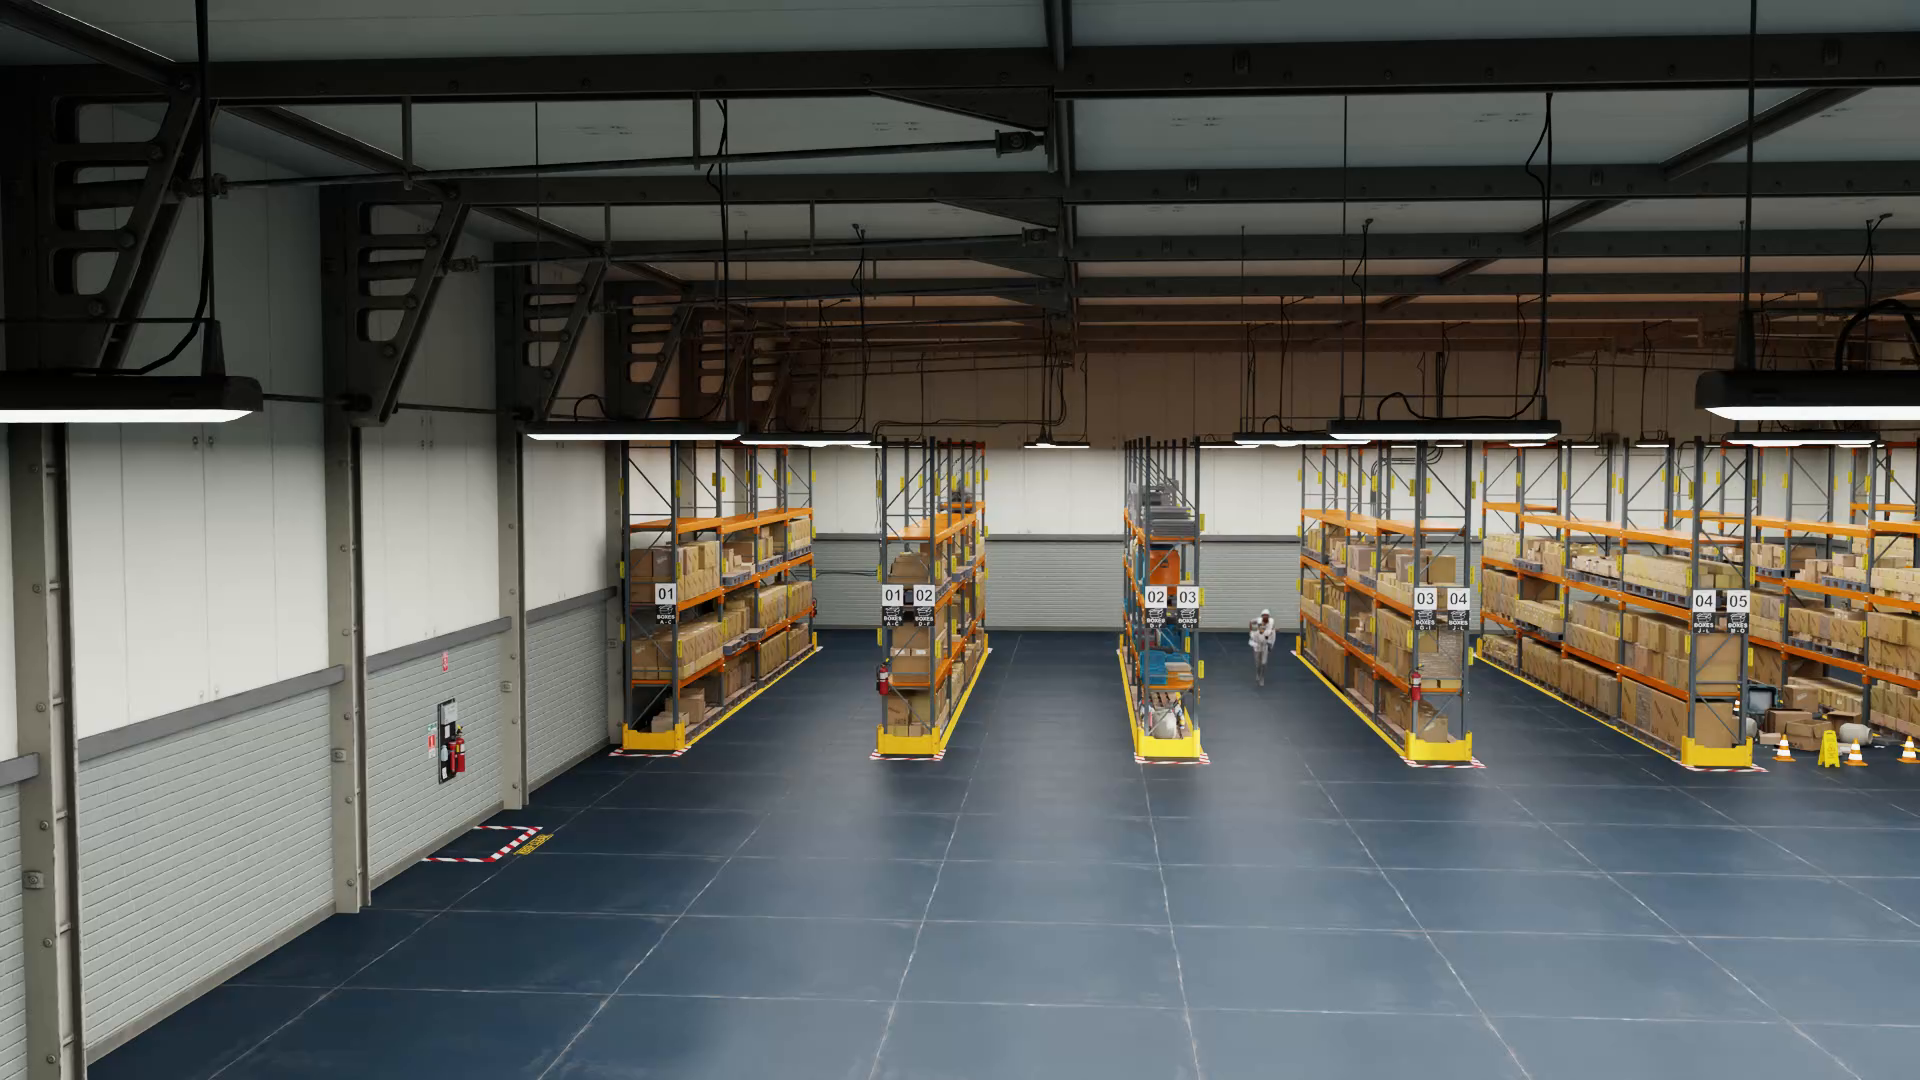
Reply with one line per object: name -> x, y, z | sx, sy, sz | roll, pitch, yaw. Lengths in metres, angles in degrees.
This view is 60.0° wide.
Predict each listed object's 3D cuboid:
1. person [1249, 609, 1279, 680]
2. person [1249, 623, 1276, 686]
person -> 7.666, 2.612, 41.955 | 0.672, 1.778, 0.954 | 0, 3, -6
person -> 7.401, 2.790, 40.763 | 0.653, 1.592, 0.946 | 0, 3, 7
